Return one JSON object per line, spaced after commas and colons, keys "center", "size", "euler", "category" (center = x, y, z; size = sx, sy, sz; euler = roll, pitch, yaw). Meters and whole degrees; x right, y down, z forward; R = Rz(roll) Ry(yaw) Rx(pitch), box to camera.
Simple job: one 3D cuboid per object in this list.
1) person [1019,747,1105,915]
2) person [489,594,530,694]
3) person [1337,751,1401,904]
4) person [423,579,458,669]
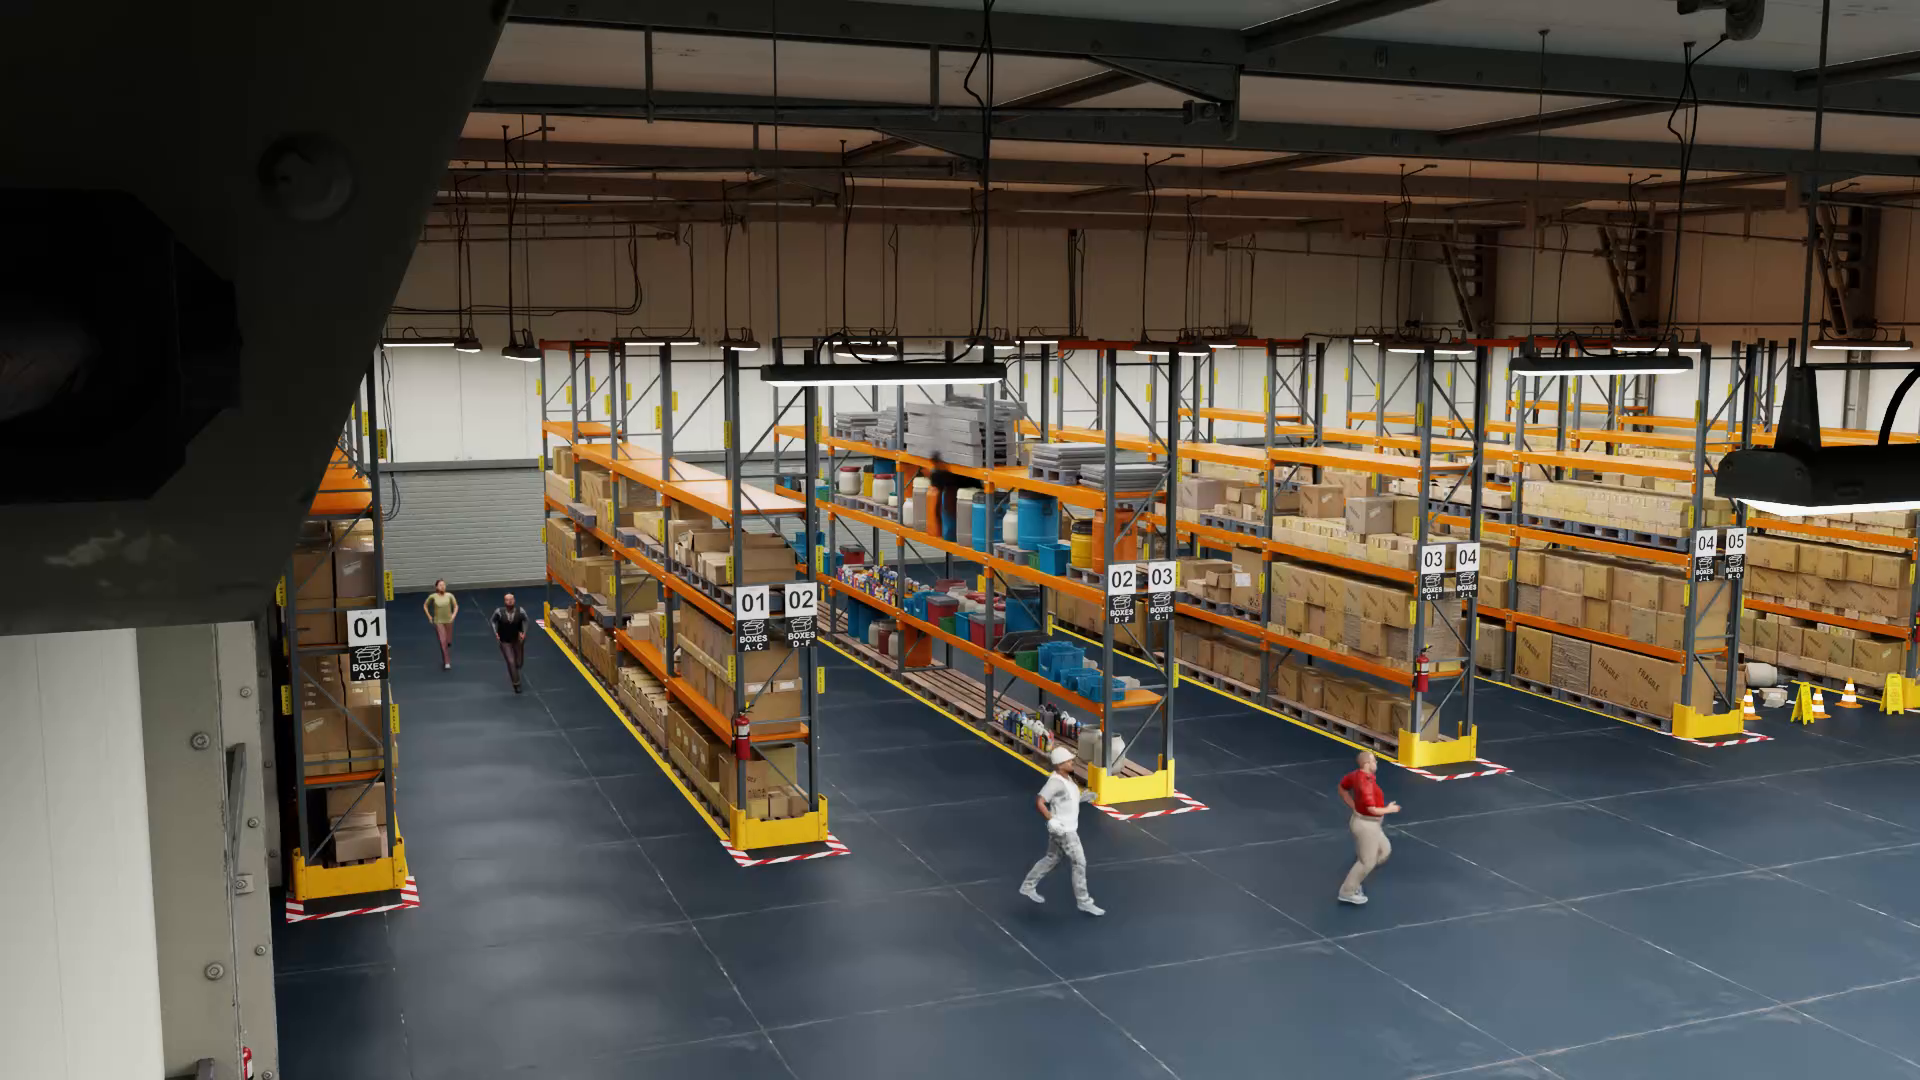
{"center": [1.098, 3.110, 17.853], "size": [0.934, 1.804, 0.678], "euler": [0, 7, 2], "category": "person"}
{"center": [-7.788, 1.765, 28.827], "size": [0.684, 1.702, 0.809], "euler": [-3, 8, -22], "category": "person"}
{"center": [4.472, 3.131, 18.153], "size": [0.655, 1.697, 0.646], "euler": [0, 7, 3], "category": "person"}
{"center": [-9.588, 1.529, 30.779], "size": [0.615, 1.636, 0.845], "euler": [-4, 9, -29], "category": "person"}
